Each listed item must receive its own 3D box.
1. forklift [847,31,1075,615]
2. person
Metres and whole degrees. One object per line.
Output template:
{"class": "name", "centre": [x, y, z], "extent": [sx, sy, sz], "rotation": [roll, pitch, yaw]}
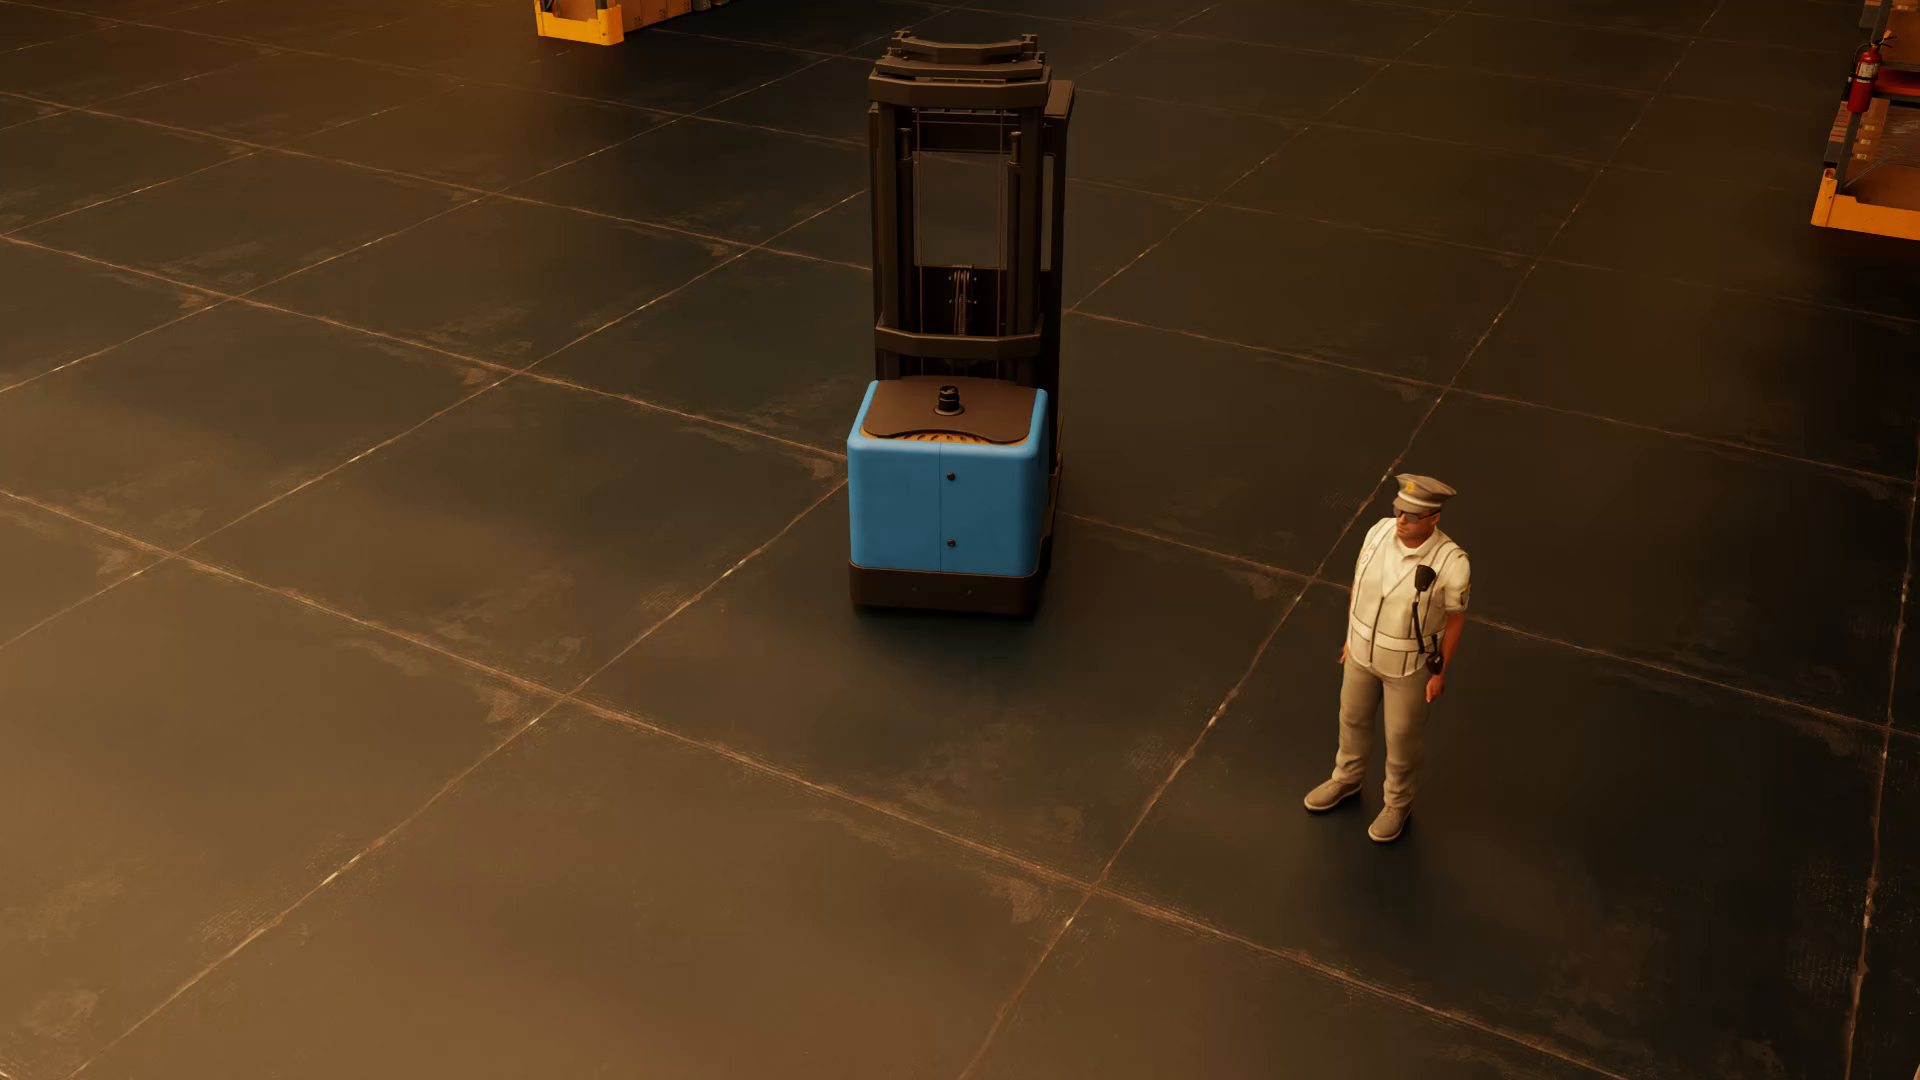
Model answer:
{"class": "forklift", "centre": [0.072, -1.572, 9.794], "extent": [1.130, 2.935, 3.031], "rotation": [3, 30, 6]}
{"class": "person", "centre": [1.919, 0.505, 7.358], "extent": [0.522, 1.775, 0.401], "rotation": [25, 38, 36]}
